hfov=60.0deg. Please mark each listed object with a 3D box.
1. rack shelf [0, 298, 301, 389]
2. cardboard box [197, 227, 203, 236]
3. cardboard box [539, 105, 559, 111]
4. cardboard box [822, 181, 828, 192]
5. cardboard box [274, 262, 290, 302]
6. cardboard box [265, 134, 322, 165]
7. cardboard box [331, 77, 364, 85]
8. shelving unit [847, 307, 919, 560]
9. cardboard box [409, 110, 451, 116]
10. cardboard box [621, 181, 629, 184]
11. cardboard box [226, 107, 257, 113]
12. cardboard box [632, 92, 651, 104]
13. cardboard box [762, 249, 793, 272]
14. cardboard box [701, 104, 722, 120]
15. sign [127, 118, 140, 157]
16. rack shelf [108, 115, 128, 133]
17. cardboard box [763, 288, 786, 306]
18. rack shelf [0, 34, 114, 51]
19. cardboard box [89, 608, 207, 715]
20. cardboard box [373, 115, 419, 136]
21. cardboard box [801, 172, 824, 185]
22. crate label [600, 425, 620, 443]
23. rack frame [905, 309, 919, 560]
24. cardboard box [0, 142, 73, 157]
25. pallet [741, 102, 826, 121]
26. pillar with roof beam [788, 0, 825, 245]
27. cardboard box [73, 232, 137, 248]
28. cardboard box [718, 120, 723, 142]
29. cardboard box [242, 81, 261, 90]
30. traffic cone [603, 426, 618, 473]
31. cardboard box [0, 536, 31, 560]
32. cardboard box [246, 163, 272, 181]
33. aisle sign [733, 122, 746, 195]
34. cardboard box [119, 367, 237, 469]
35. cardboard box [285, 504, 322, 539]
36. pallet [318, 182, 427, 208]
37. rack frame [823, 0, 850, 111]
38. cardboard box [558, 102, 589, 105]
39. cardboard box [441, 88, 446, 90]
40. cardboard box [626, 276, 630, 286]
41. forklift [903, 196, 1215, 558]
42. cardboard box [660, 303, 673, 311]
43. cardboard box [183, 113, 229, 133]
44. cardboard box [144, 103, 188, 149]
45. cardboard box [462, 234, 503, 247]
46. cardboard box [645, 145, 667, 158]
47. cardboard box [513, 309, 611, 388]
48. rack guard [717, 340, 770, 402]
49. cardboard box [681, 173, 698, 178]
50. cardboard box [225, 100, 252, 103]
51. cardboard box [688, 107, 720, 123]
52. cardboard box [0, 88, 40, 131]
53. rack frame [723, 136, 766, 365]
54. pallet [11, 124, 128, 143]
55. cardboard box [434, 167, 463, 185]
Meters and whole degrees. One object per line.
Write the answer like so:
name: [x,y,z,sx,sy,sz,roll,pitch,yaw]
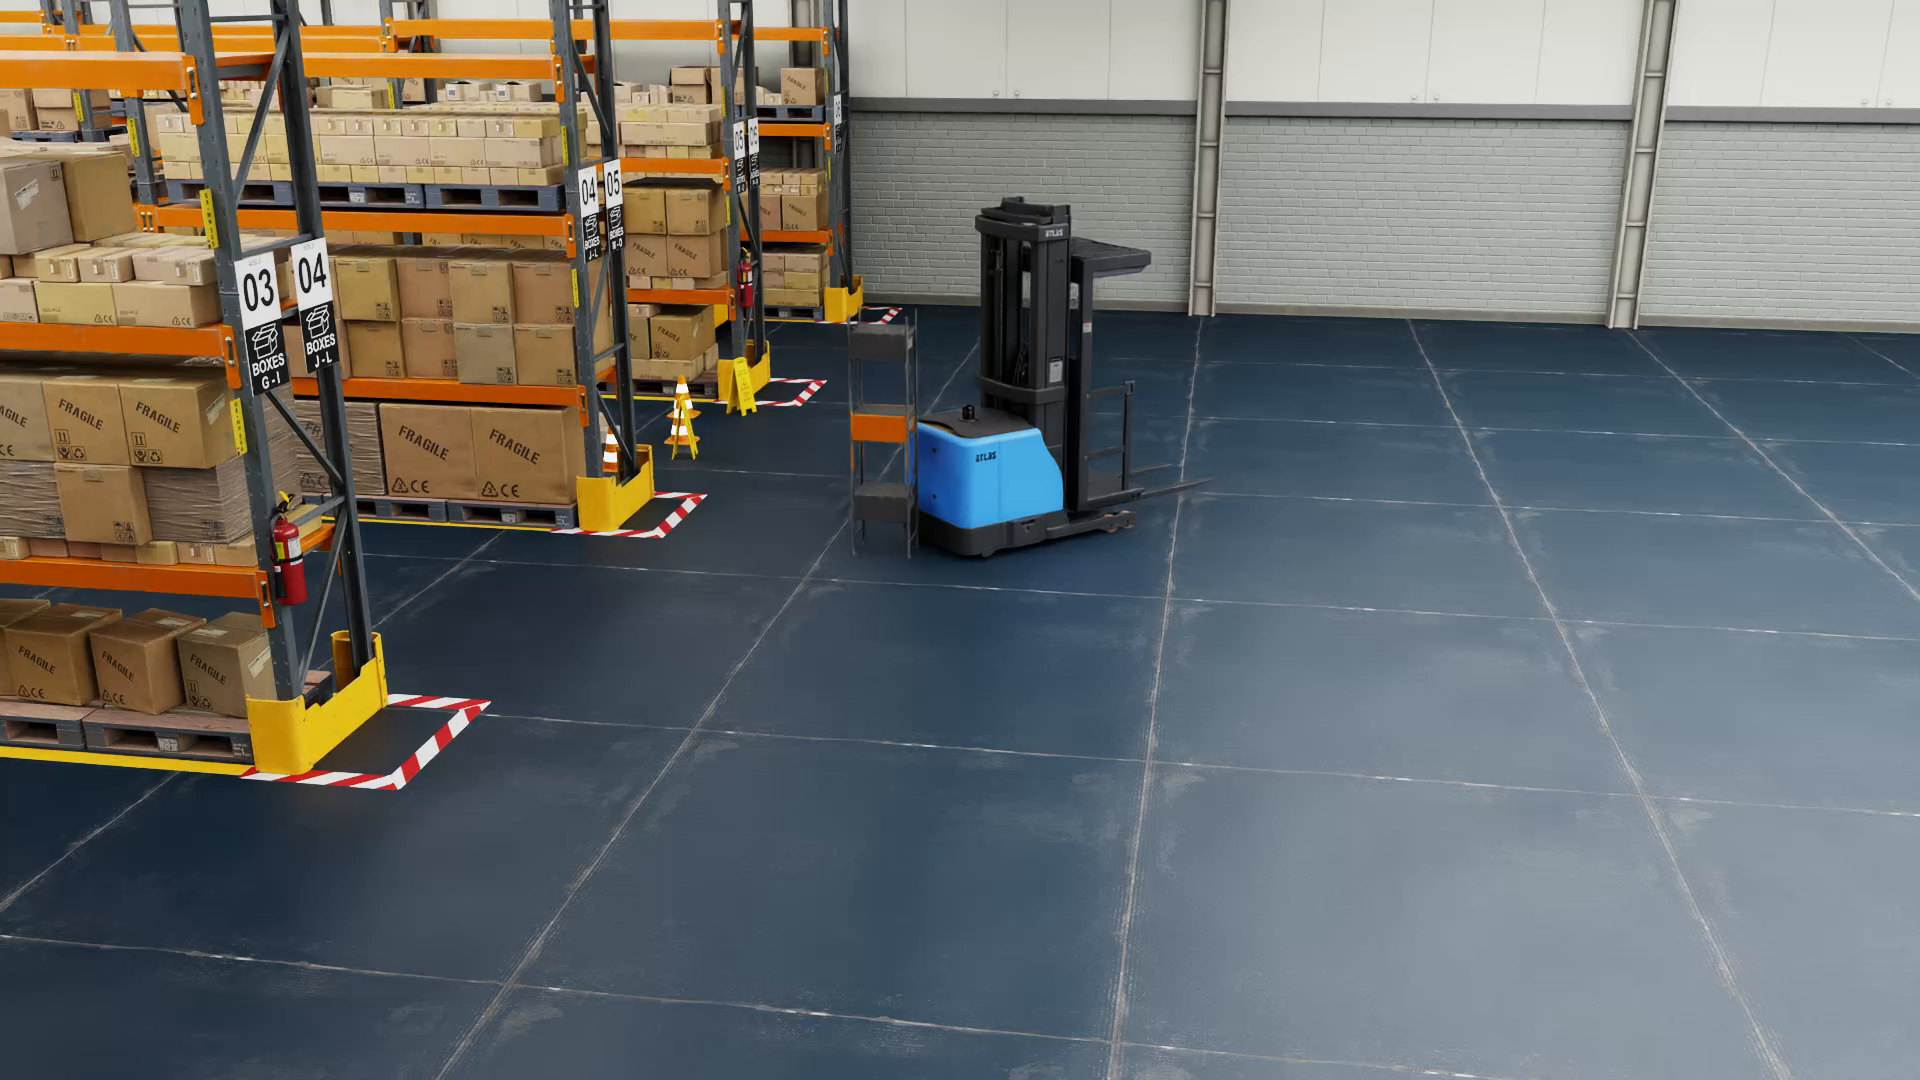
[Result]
rack shelf: [-6.087,-1.317,10.418,4.000,0.370,1.077,3,19,9]
cardboard box: [-8.991,-3.886,20.402,0.500,0.500,0.500,3,19,10]
cardboard box: [-4.683,-4.952,19.288,0.250,0.149,0.380,3,19,10]
cardboard box: [-2.051,-5.248,24.581,0.250,0.149,0.380,2,19,7]
cardboard box: [-4.547,-1.592,10.341,0.500,0.250,0.500,3,19,10]
cardboard box: [-5.740,-3.462,14.642,0.500,0.250,0.500,3,19,8]
cardboard box: [-8.979,-6.801,24.698,0.500,0.500,0.500,3,19,9]
shelving unit: [-0.647,-0.902,14.191,0.503,2.100,0.431,3,19,10]
cardboard box: [-4.760,-3.793,15.003,0.250,0.149,0.380,3,19,8]
cardboard box: [-4.916,-5.236,24.544,0.250,0.149,0.380,3,19,9]
cardboard box: [-6.514,-3.882,15.270,0.250,0.149,0.380,3,19,8]
cardboard box: [-4.552,-6.390,24.022,0.250,0.149,0.380,3,19,10]
cardboard box: [-2.766,-4.114,24.466,0.500,0.250,0.500,3,19,10]
cardboard box: [-2.859,-5.003,19.440,0.250,0.149,0.380,3,19,8]
sign: [-7.252,-3.531,14.592,0.005,0.325,0.100,3,19,9]
rack shelf: [-11.630,-6.379,25.548,4.000,0.370,1.077,3,19,9]
cardboard box: [-2.760,-3.643,24.634,0.500,0.250,0.500,3,19,9]
rack shelf: [-12.414,-6.057,20.488,4.000,0.370,1.077,3,19,9]
cardboard box: [-5.322,0.795,10.976,0.500,0.500,0.500,8,20,23]
cardboard box: [-4.868,-3.587,14.387,0.250,0.149,0.380,3,19,8]
cardboard box: [-2.144,-5.243,24.097,0.250,0.149,0.380,3,19,9]
crate label: [-3.796,-1.155,18.039,0.298,0.136,0.250,-7,20,-20]
rack frame: [-0.407,-0.889,14.150,0.015,2.100,0.400,3,19,10]
cardboard box: [-8.429,-3.476,15.155,0.500,0.250,0.500,3,19,8]
pallet: [-2.451,-6.219,24.075,1.213,0.211,1.003,3,19,9]
pillar with roof beam: [-2.984,-6.609,20.372,0.400,9.000,9.100,3,19,9]
cardboard box: [-5.354,-1.829,10.422,0.250,0.149,0.380,3,19,9]
cardboard box: [-2.995,-4.841,19.584,0.500,0.250,0.500,3,19,8]
cardboard box: [-10.555,-6.847,24.953,0.250,0.149,0.380,2,19,7]
traffic cone: [-3.525,-0.952,16.920,0.334,0.463,0.336,3,19,9]
cardboard box: [-5.924,-0.008,10.496,0.250,0.149,0.380,3,19,9]
cardboard box: [-6.120,-3.272,14.704,0.250,0.149,0.380,3,19,8]
aisle sign: [-2.525,-4.378,19.065,0.004,0.787,0.394,3,19,9]
cardboard box: [-4.695,-0.748,10.109,0.500,0.500,0.500,3,19,9]
cardboard box: [-4.356,-0.105,10.785,0.250,0.149,0.380,3,19,9]
pallet: [-5.168,-3.159,14.929,1.213,0.211,1.003,3,19,9]
rack frame: [-1.757,-7.640,23.454,0.127,3.000,1.000,3,19,9]
cardboard box: [-4.596,-5.127,19.810,0.250,0.149,0.380,3,19,9]
cardboard box: [-7.541,-6.672,24.839,0.250,0.166,0.380,3,19,9]
cardboard box: [-3.951,-3.130,19.827,0.250,0.149,0.380,3,19,9]
forklift: [0.996,-1.581,14.910,3.031,2.935,1.130,-12,22,-32]
cardboard box: [-3.833,-2.644,20.466,0.500,0.500,0.500,2,19,7]
cardboard box: [-6.617,-3.676,14.654,0.250,0.149,0.380,3,19,8]
cardboard box: [-9.505,-5.061,20.318,0.500,0.500,0.700,3,19,9]
cardboard box: [-5.600,-3.502,19.916,0.500,0.500,0.500,3,19,8]
cardboard box: [-3.445,-4.500,19.192,0.250,0.149,0.380,3,19,10]
cardboard box: [-3.599,-1.759,15.098,0.550,0.550,0.875,3,19,9]
rack guard: [-2.615,-2.058,20.166,0.348,0.500,1.175,3,19,9]
cardboard box: [-3.905,-5.336,24.376,0.250,0.149,0.380,3,19,9]
cardboard box: [-10.697,-6.524,25.082,0.500,0.250,0.500,3,19,9]
cardboard box: [-2.921,-4.846,18.970,0.250,0.149,0.380,3,19,9]
cardboard box: [-11.447,-5.302,20.374,0.500,0.500,0.700,2,19,6]
rack frame: [-2.540,-3.240,19.758,0.127,3.000,1.000,3,19,9]
pallet: [-11.083,-4.991,20.562,1.003,0.211,1.213,4,19,11]
cardboard box: [-4.360,-3.183,14.437,0.250,0.149,0.380,3,19,9]
